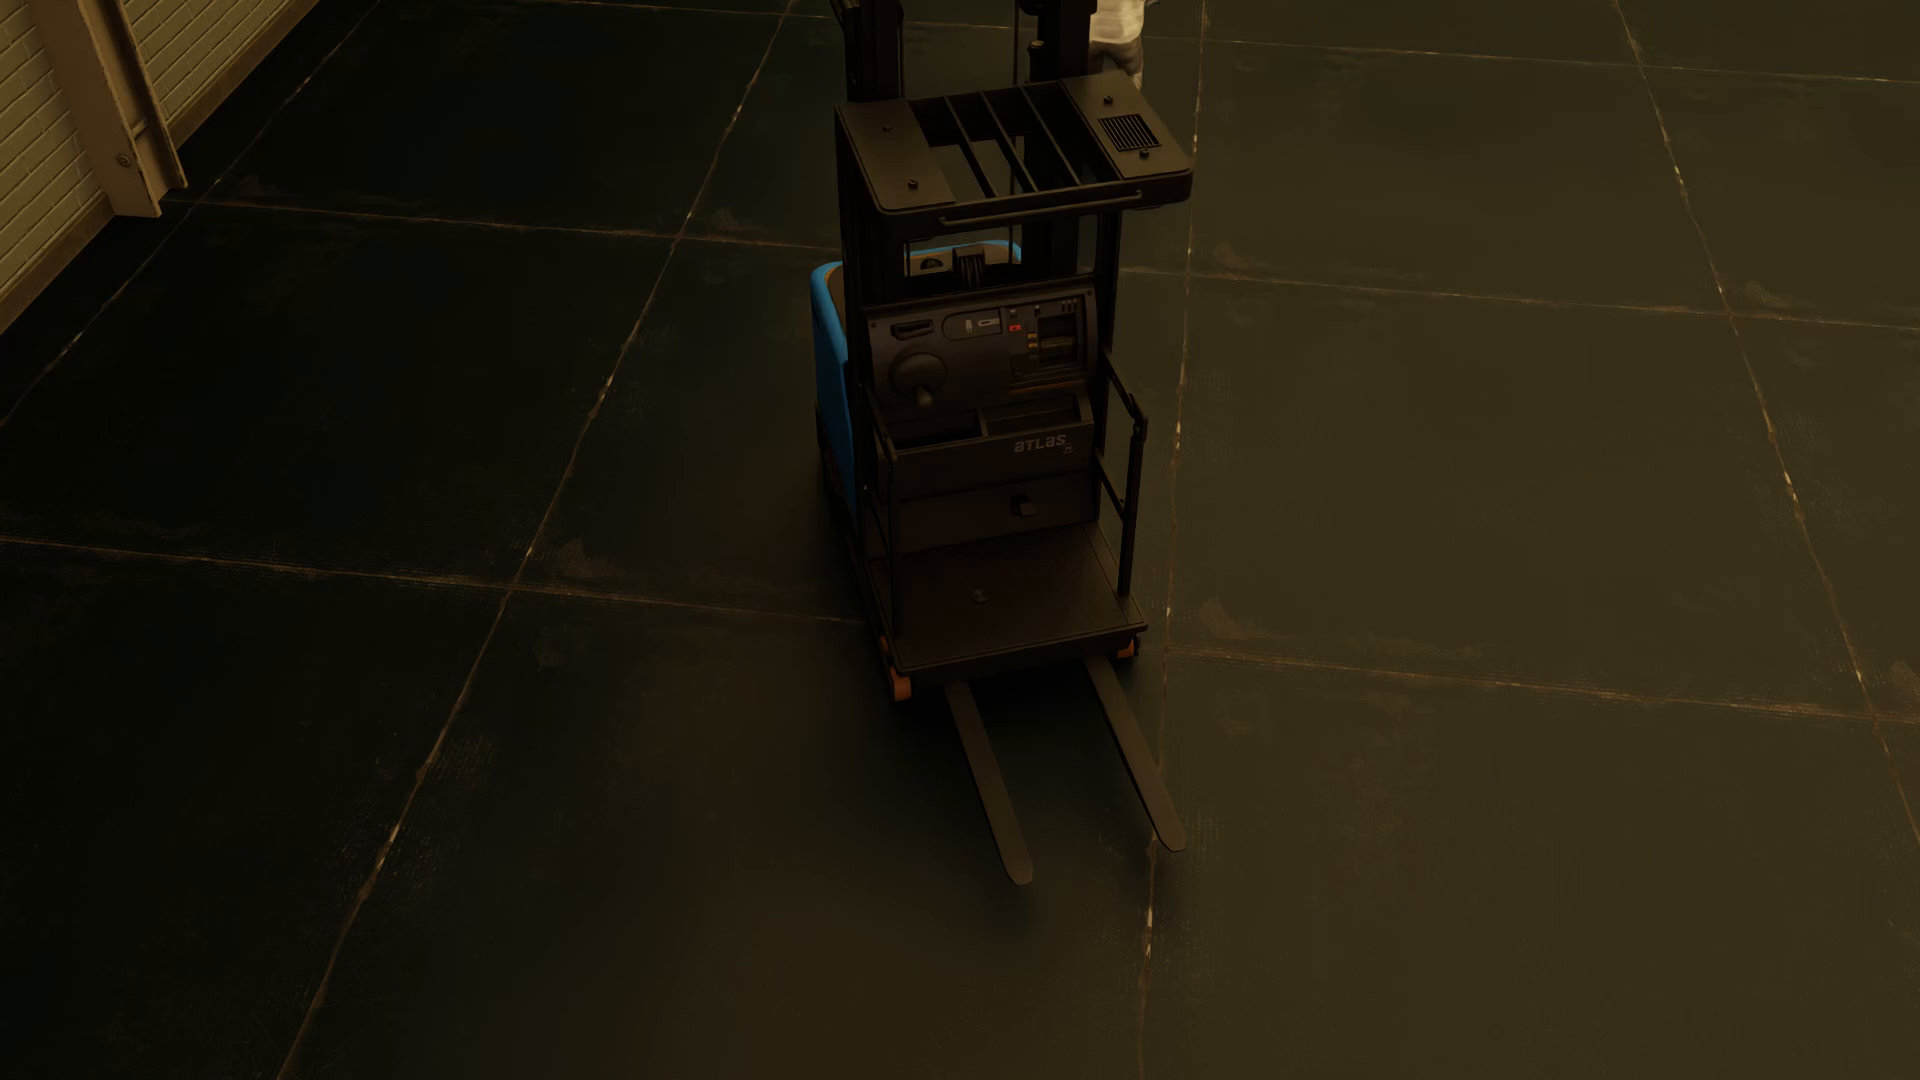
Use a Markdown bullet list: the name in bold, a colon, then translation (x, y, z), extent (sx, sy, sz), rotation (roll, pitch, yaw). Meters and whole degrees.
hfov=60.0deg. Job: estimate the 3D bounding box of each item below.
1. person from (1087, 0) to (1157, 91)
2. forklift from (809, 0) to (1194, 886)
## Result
- **person**: translation (0.842, -3.099, 9.989), extent (0.739, 1.732, 0.496), rotation (6, 43, 7)
- **forklift**: translation (0.153, -0.681, 6.465), extent (1.130, 2.935, 3.031), rotation (-10, 44, -11)
